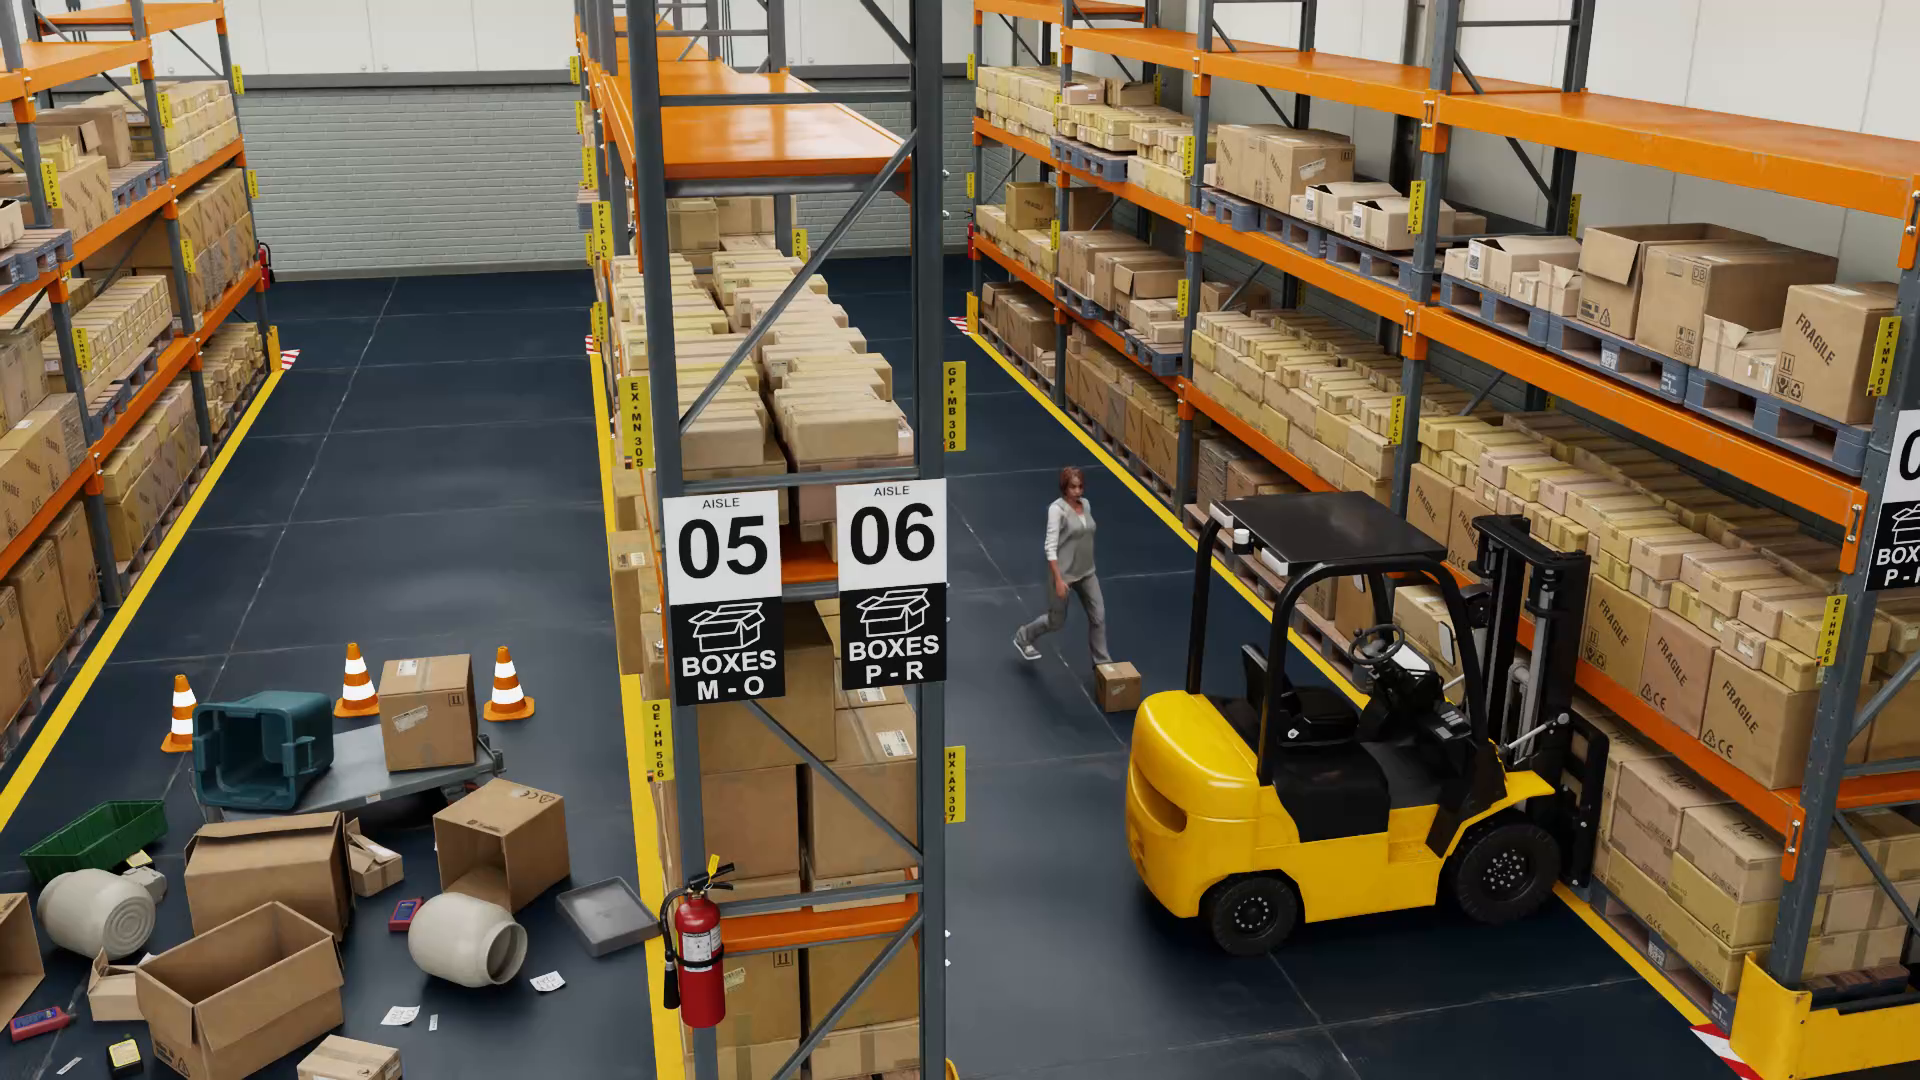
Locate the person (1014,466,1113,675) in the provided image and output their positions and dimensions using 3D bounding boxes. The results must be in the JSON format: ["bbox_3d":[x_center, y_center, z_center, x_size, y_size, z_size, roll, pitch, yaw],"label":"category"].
[{"bbox_3d":[0.814,0.242,11.713,0.453,1.540,0.943,-15,25,-36],"label":"person"}]
